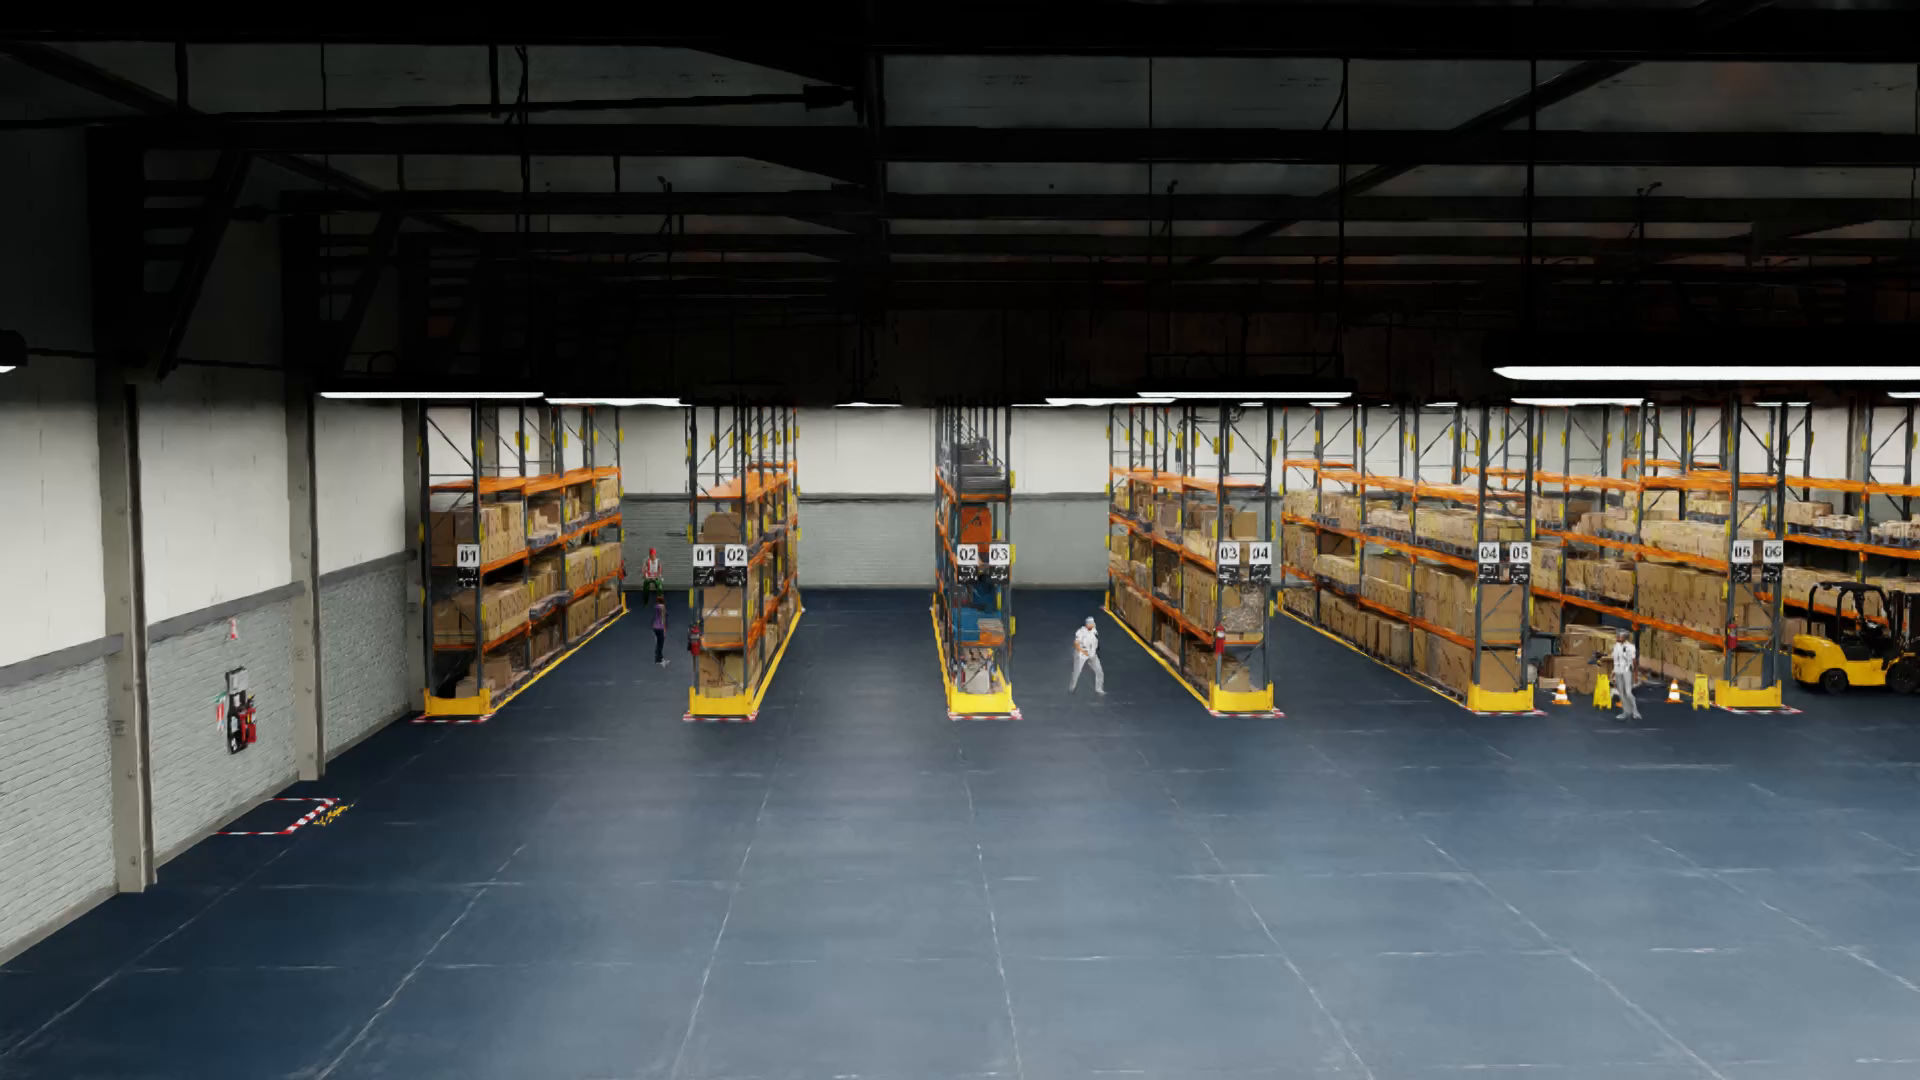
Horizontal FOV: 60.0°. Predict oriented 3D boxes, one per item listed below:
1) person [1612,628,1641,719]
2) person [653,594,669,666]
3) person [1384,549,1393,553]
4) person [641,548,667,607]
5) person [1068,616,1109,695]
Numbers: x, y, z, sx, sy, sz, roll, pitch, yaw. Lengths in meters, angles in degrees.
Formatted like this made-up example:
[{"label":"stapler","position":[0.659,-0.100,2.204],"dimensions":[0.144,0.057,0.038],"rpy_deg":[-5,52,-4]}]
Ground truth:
[{"label":"person","position":[12.307,2.465,30.712],"dimensions":[0.390,1.669,0.574],"rpy_deg":[-3,5,-33]},{"label":"person","position":[-6.664,1.991,37.124],"dimensions":[0.401,1.599,0.465],"rpy_deg":[-3,5,-33]},{"label":"person","position":[12.113,1.134,47.127],"dimensions":[0.577,1.767,0.742],"rpy_deg":[0,5,3]},{"label":"person","position":[-8.873,1.085,47.901],"dimensions":[0.675,1.723,0.793],"rpy_deg":[-2,5,-23]},{"label":"person","position":[2.546,2.298,33.311],"dimensions":[0.656,1.597,0.818],"rpy_deg":[-2,5,-19]}]
